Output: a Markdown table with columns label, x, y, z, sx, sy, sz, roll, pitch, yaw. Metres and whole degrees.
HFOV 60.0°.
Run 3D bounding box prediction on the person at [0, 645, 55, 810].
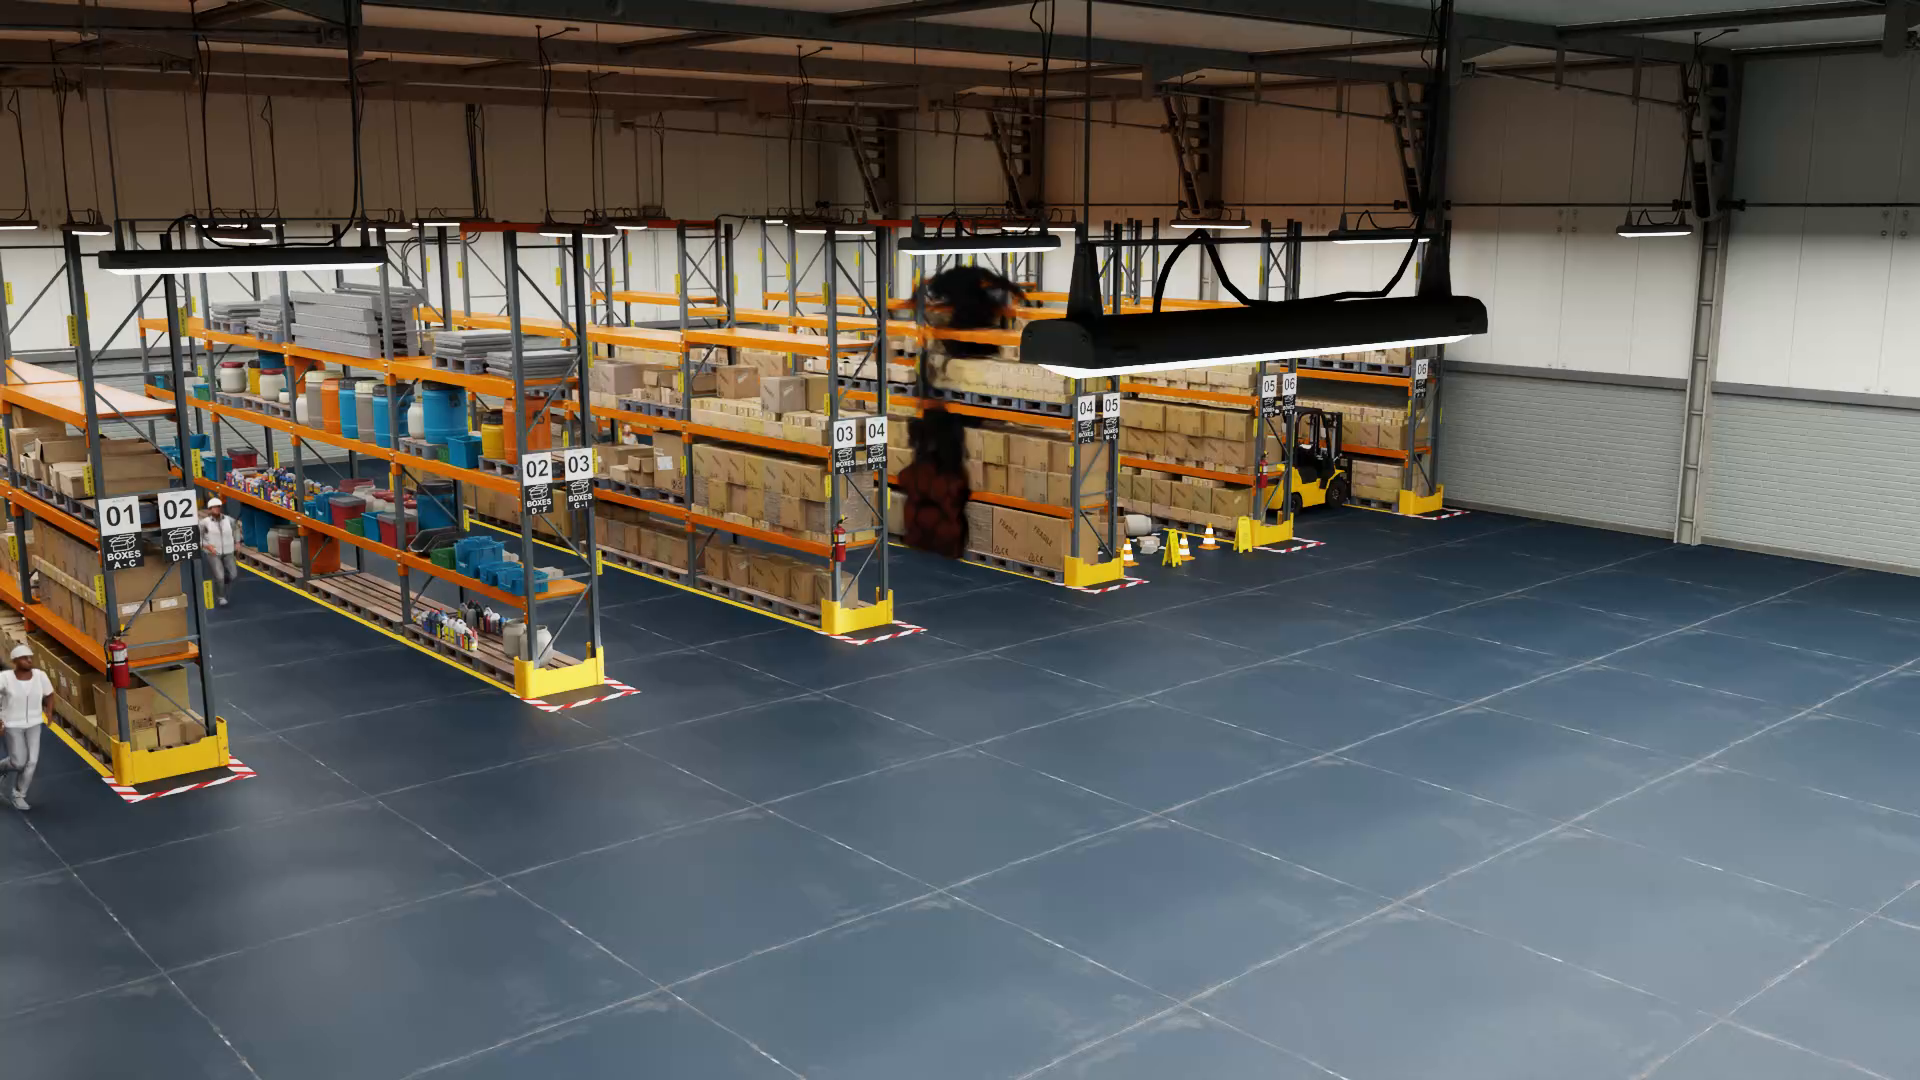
| label | x | y | z | sx | sy | sz | roll | pitch | yaw |
| --- | --- | --- | --- | --- | --- | --- | --- | --- | --- |
| person | -10.069 | 1.977 | 17.869 | 0.604 | 1.736 | 0.710 | 8 | 14 | 35 |

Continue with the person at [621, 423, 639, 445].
| label | x | y | z | sx | sy | sz | roll | pitch | yaw |
| --- | --- | --- | --- | --- | --- | --- | --- | --- | --- |
| person | -7.168 | -1.698 | 36.126 | 0.569 | 1.694 | 0.880 | -7 | 14 | -32 |

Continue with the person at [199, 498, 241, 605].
| label | x | y | z | sx | sy | sz | roll | pitch | yaw |
| --- | --- | --- | --- | --- | --- | --- | --- | --- | --- |
| person | -11.833 | 0.182 | 26.597 | 0.707 | 1.729 | 0.609 | -10 | 15 | -40 |
